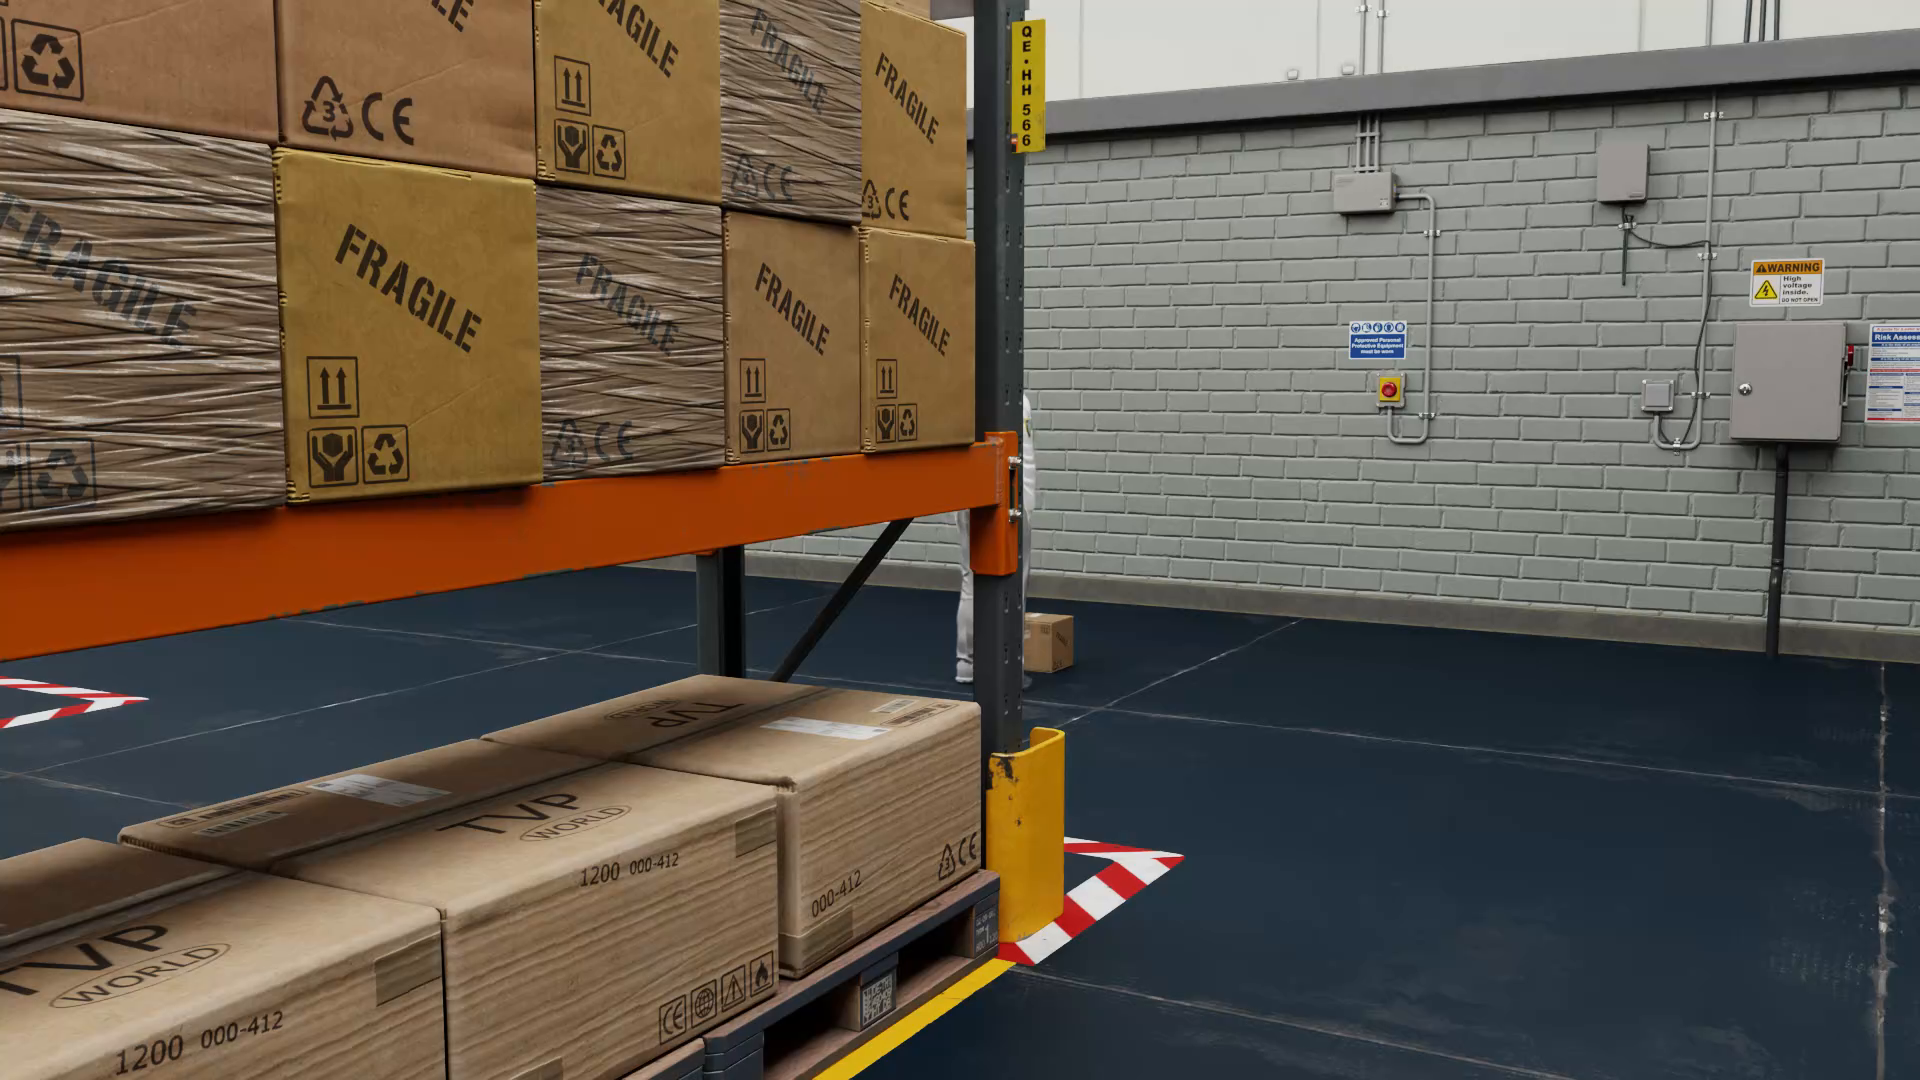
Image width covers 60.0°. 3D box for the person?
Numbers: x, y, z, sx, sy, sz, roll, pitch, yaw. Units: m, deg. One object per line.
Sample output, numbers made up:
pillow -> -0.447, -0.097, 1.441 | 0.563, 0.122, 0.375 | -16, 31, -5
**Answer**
person -> 0.150, -0.146, 7.786 | 0.466, 1.692, 0.337 | 3, 7, 30
